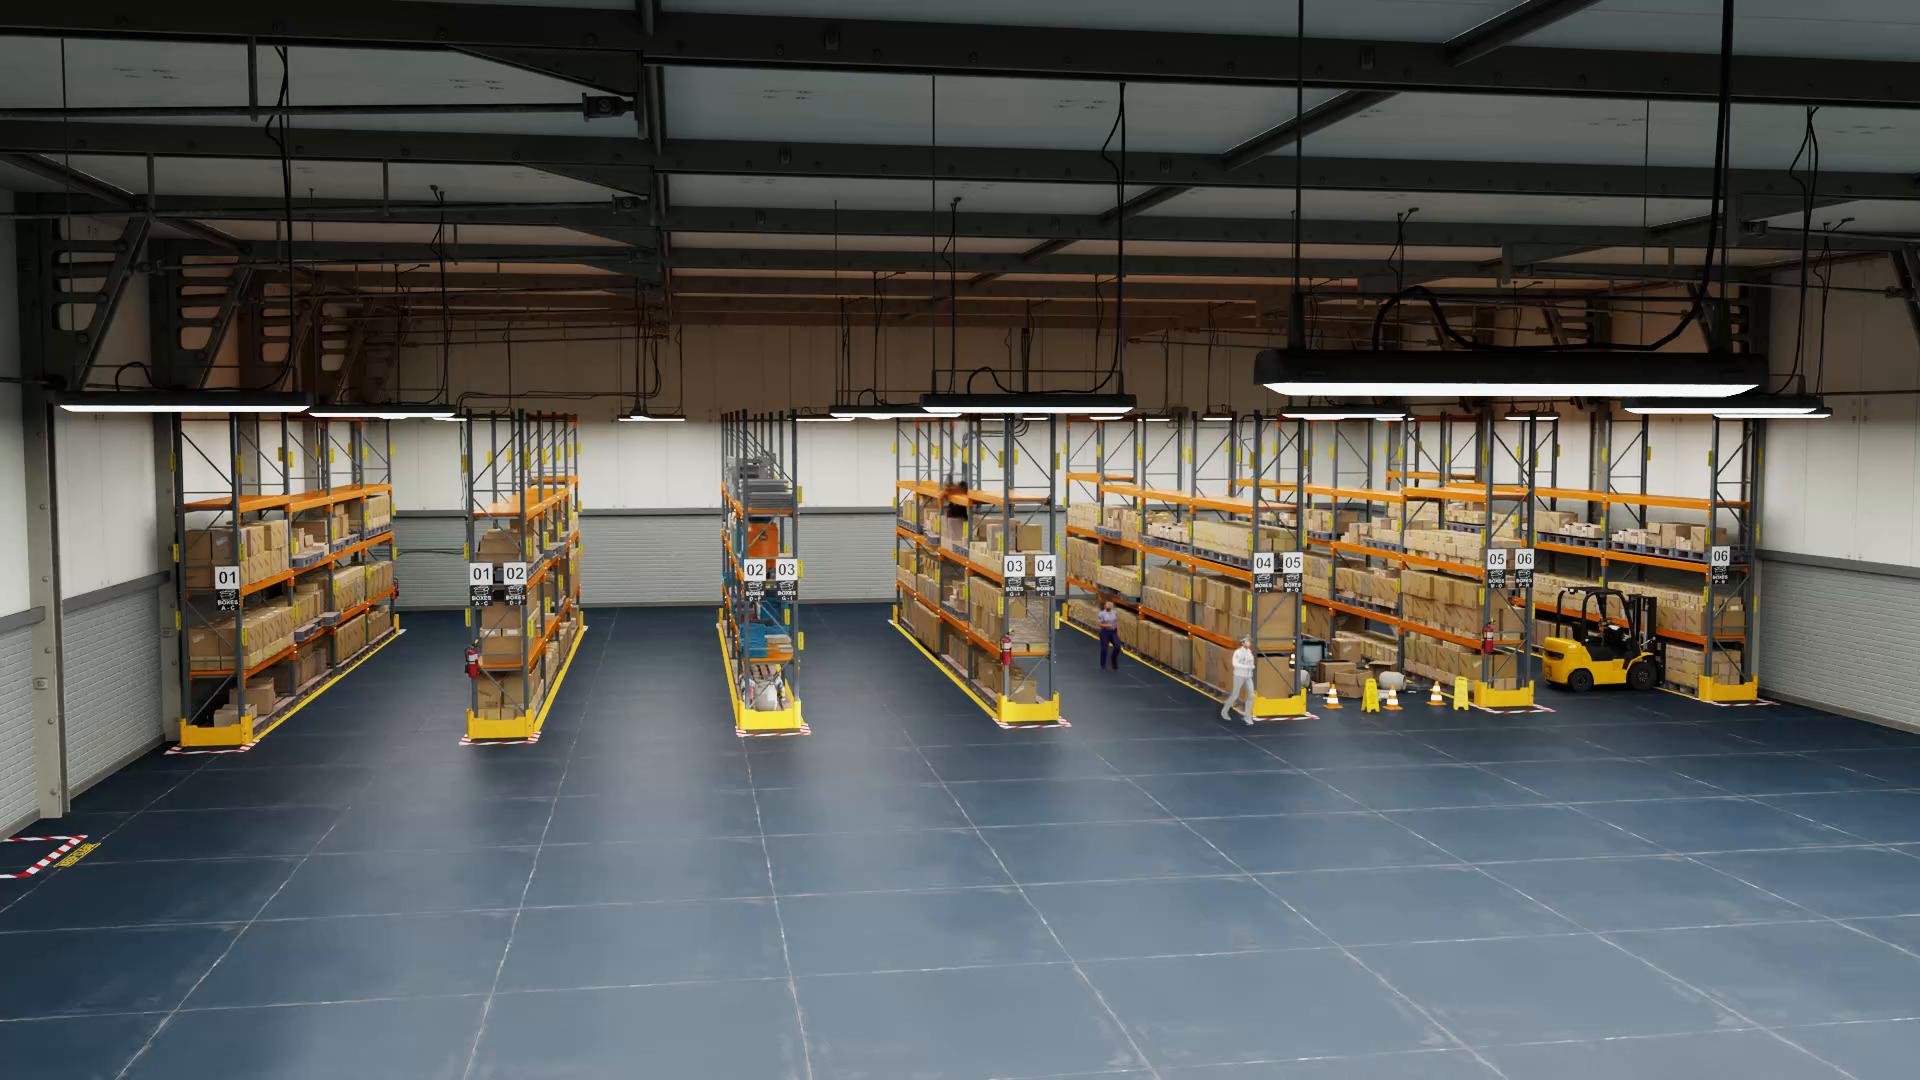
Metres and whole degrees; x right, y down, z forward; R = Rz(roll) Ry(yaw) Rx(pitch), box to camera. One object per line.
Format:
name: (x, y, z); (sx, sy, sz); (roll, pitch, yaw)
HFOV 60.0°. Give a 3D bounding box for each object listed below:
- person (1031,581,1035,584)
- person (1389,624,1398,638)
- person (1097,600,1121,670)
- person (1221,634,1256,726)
person: (1.862, 1.535, 47.925); (0.714, 1.687, 0.568); (1, 4, 18)
person: (11.276, 1.848, 42.876); (0.688, 1.775, 0.798); (-1, 4, -8)
person: (3.451, 2.196, 38.322); (0.601, 1.624, 0.648); (-1, 4, -17)
person: (5.409, 2.648, 31.843); (0.641, 1.717, 0.786); (-3, 5, -39)
